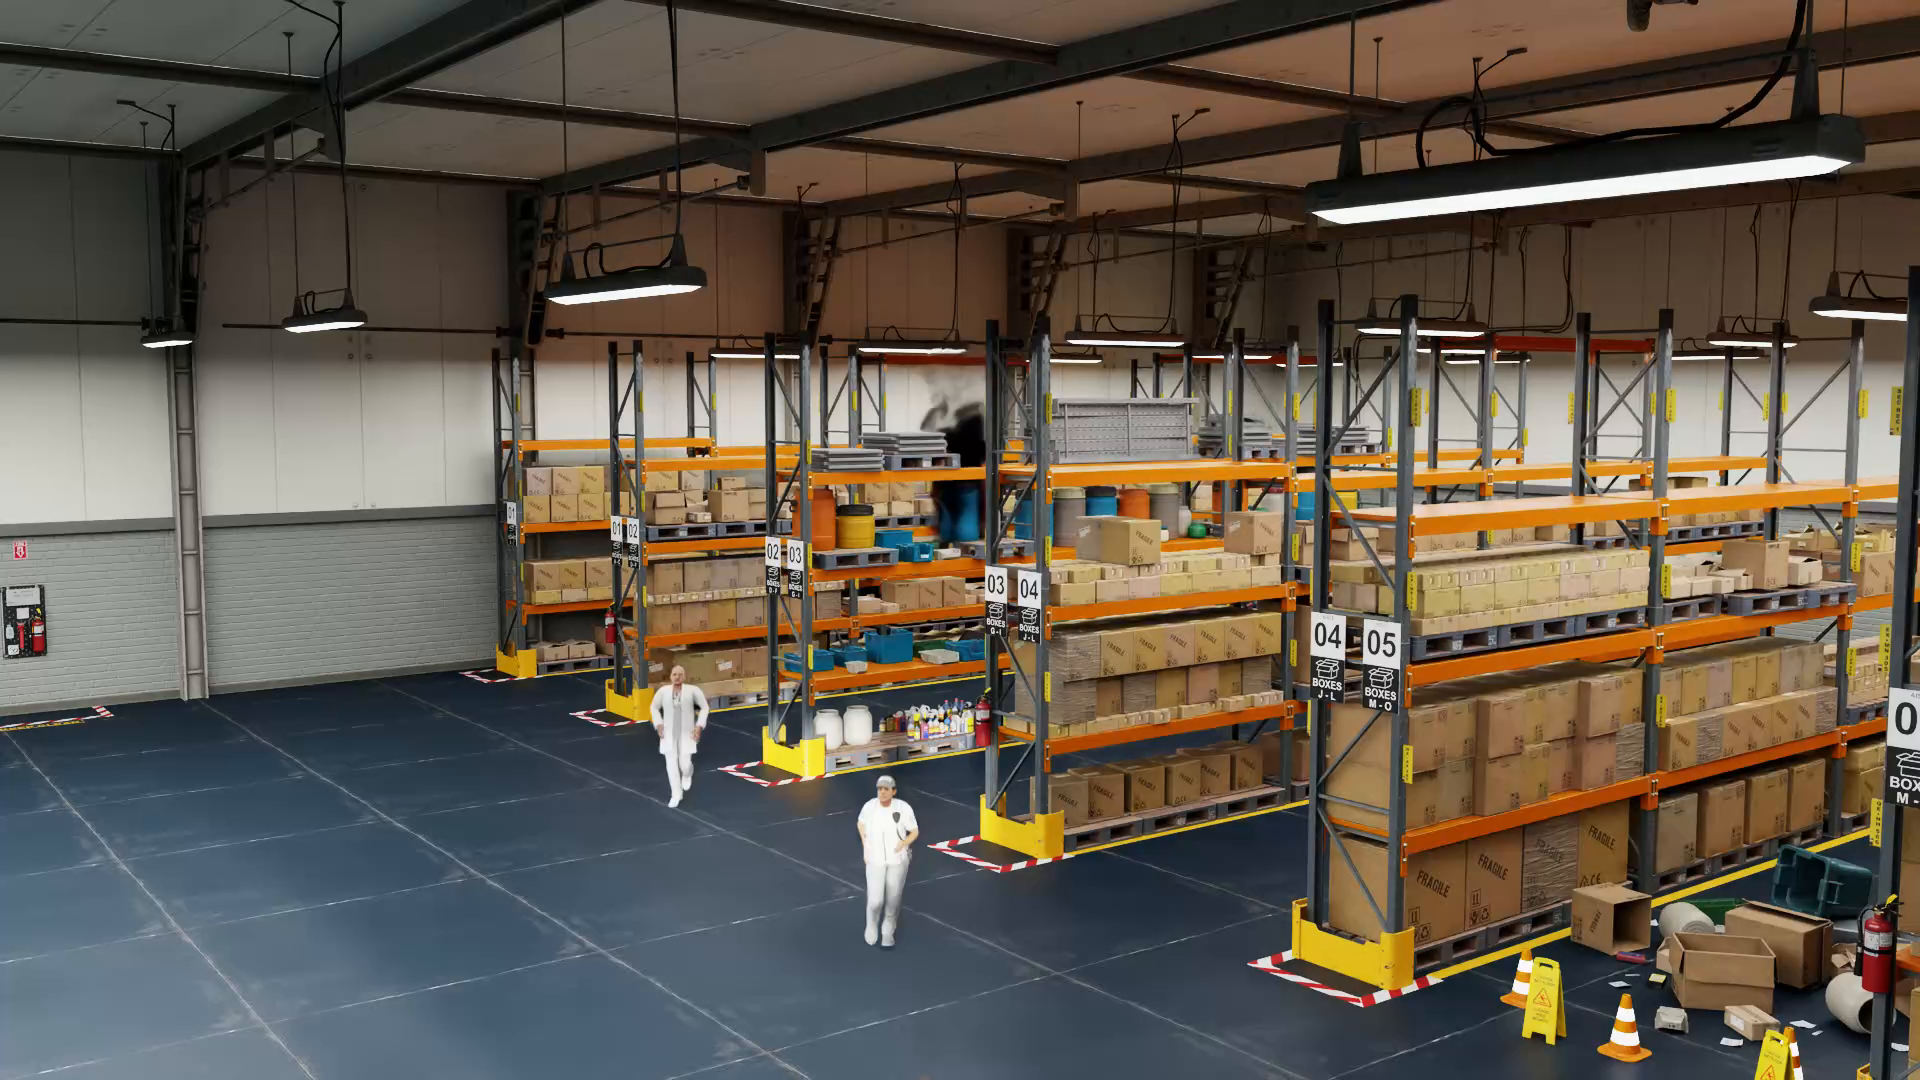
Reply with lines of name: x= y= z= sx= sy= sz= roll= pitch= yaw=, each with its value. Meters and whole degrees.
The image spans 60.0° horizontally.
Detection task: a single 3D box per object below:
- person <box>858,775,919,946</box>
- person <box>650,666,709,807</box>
person: x=-0.676 y=2.992 z=15.428 sx=0.586 sy=1.633 sz=0.583 roll=0 pitch=5 yaw=1
person: x=-3.562 y=2.456 z=21.119 sx=0.746 sy=1.747 sz=0.717 roll=0 pitch=5 yaw=-4
